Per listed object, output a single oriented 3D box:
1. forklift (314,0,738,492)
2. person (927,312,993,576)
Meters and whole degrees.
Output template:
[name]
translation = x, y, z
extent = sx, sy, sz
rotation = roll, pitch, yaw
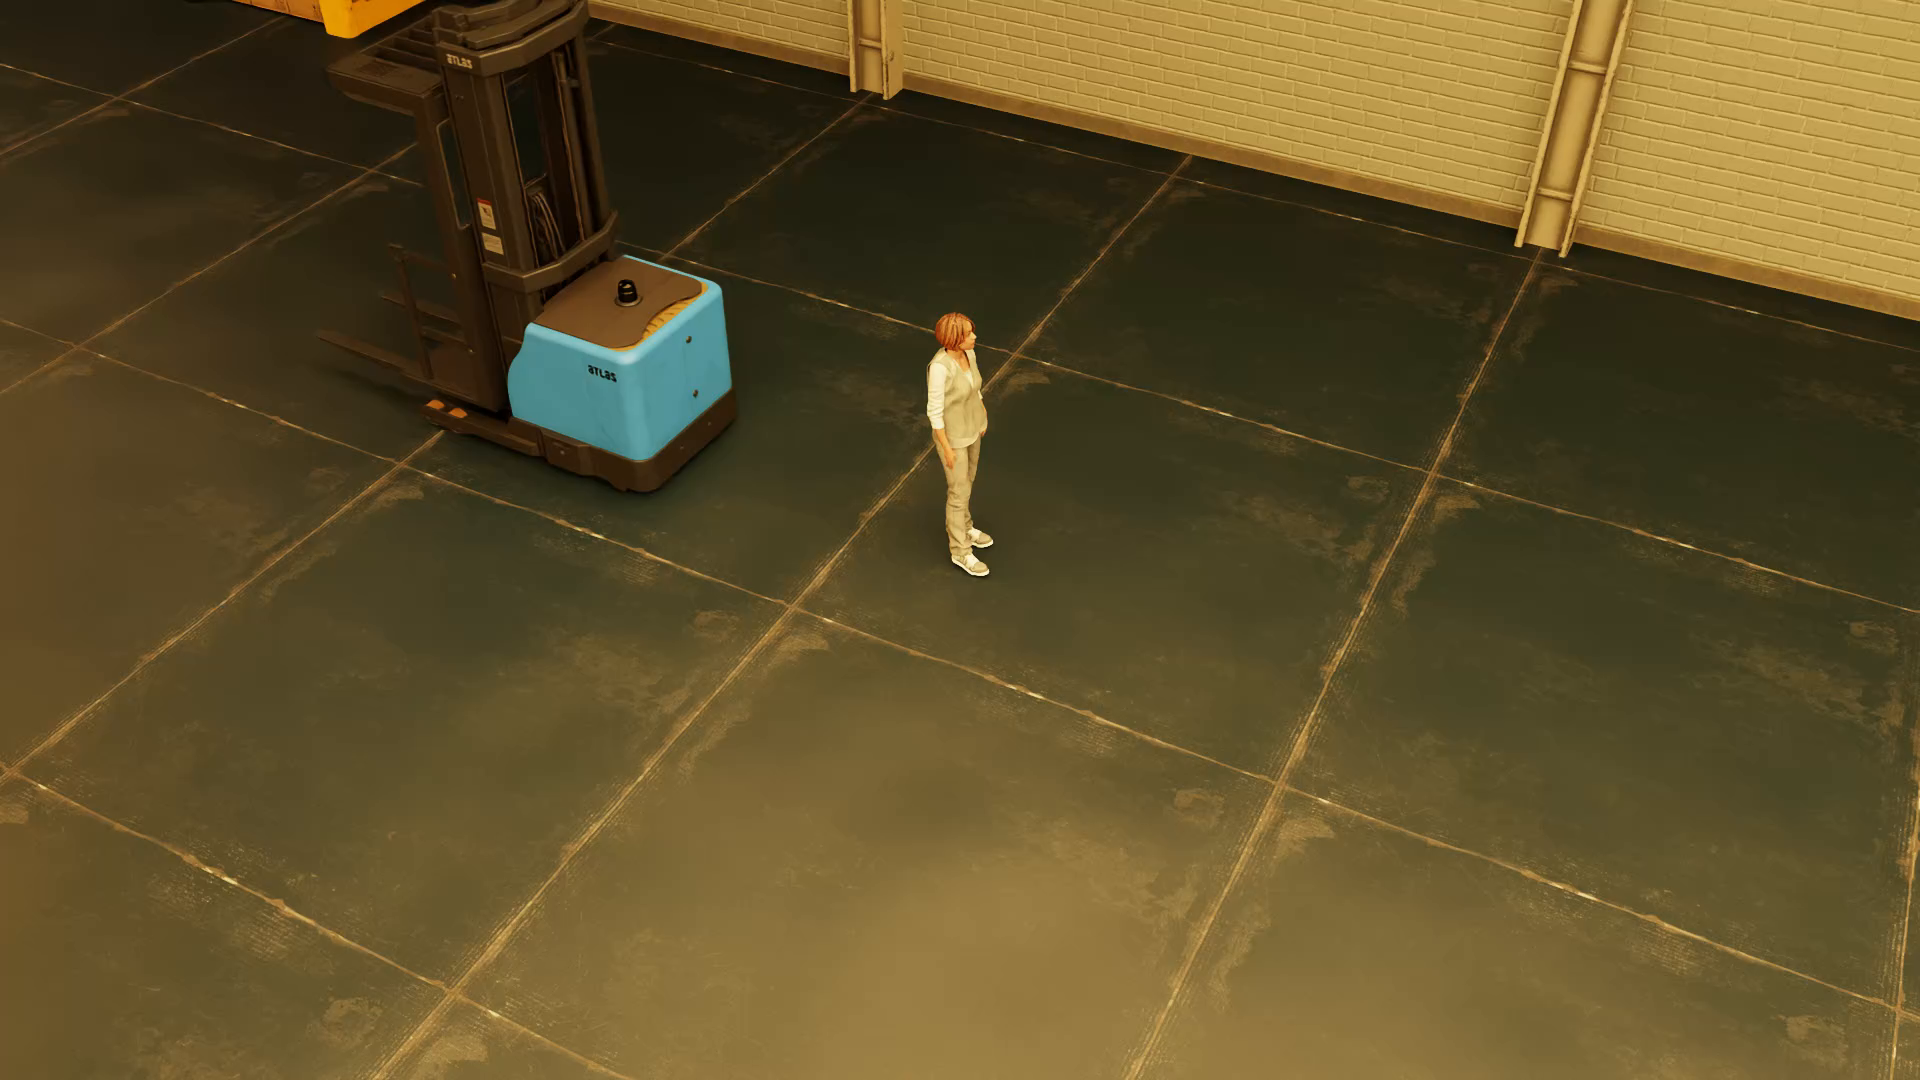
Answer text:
[forklift]
translation = -3.033, -2.110, 10.492
extent = 3.031, 2.935, 1.130
rotation = 20, 44, 22
[person]
translation = 0.060, -0.586, 9.707
extent = 0.473, 1.599, 0.521
rotation = 18, 43, 21
